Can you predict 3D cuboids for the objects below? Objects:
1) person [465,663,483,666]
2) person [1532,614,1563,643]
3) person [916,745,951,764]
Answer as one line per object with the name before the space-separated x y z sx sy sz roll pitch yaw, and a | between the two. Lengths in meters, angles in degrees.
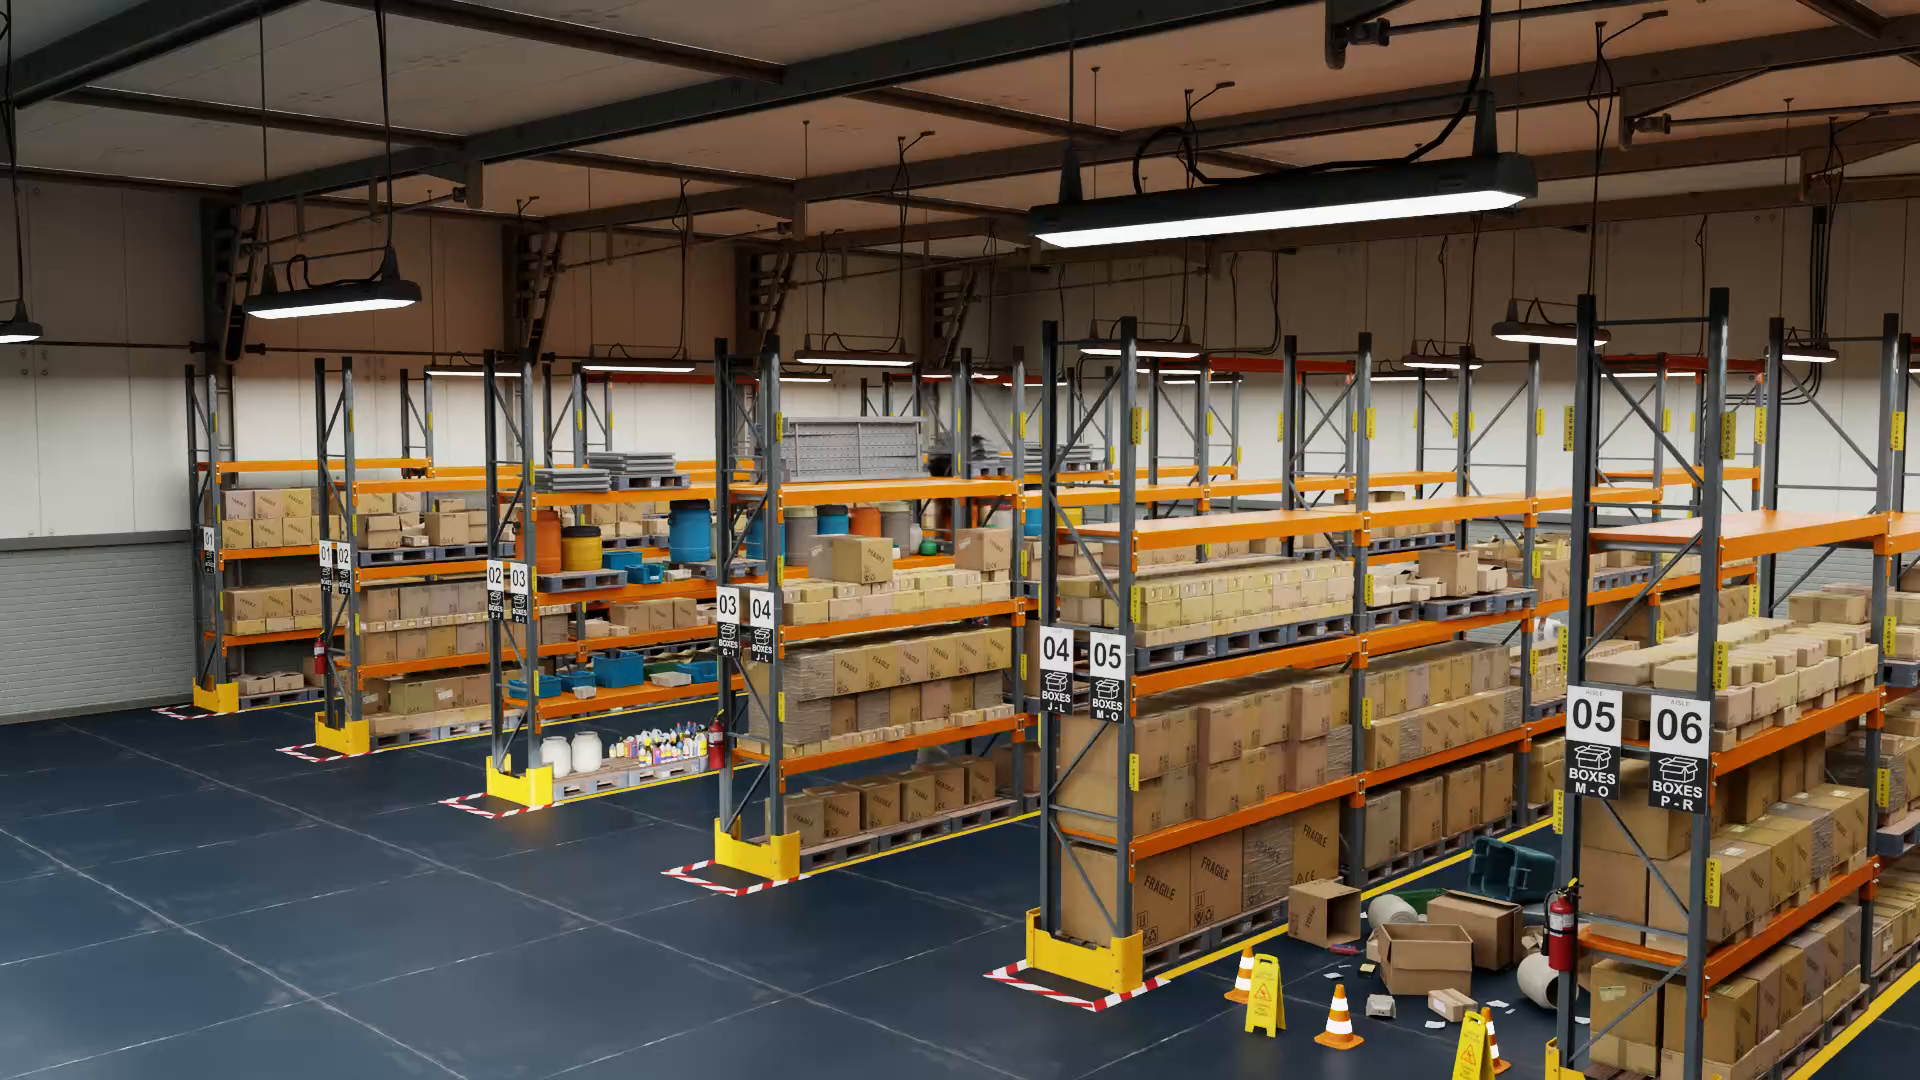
person | -8.682 2.157 29.572 0.601 1.491 0.853 2 5 21
person | 10.424 2.088 29.677 0.732 1.675 0.847 3 5 34
person | -0.418 2.620 23.260 0.641 1.622 1.028 3 5 33
